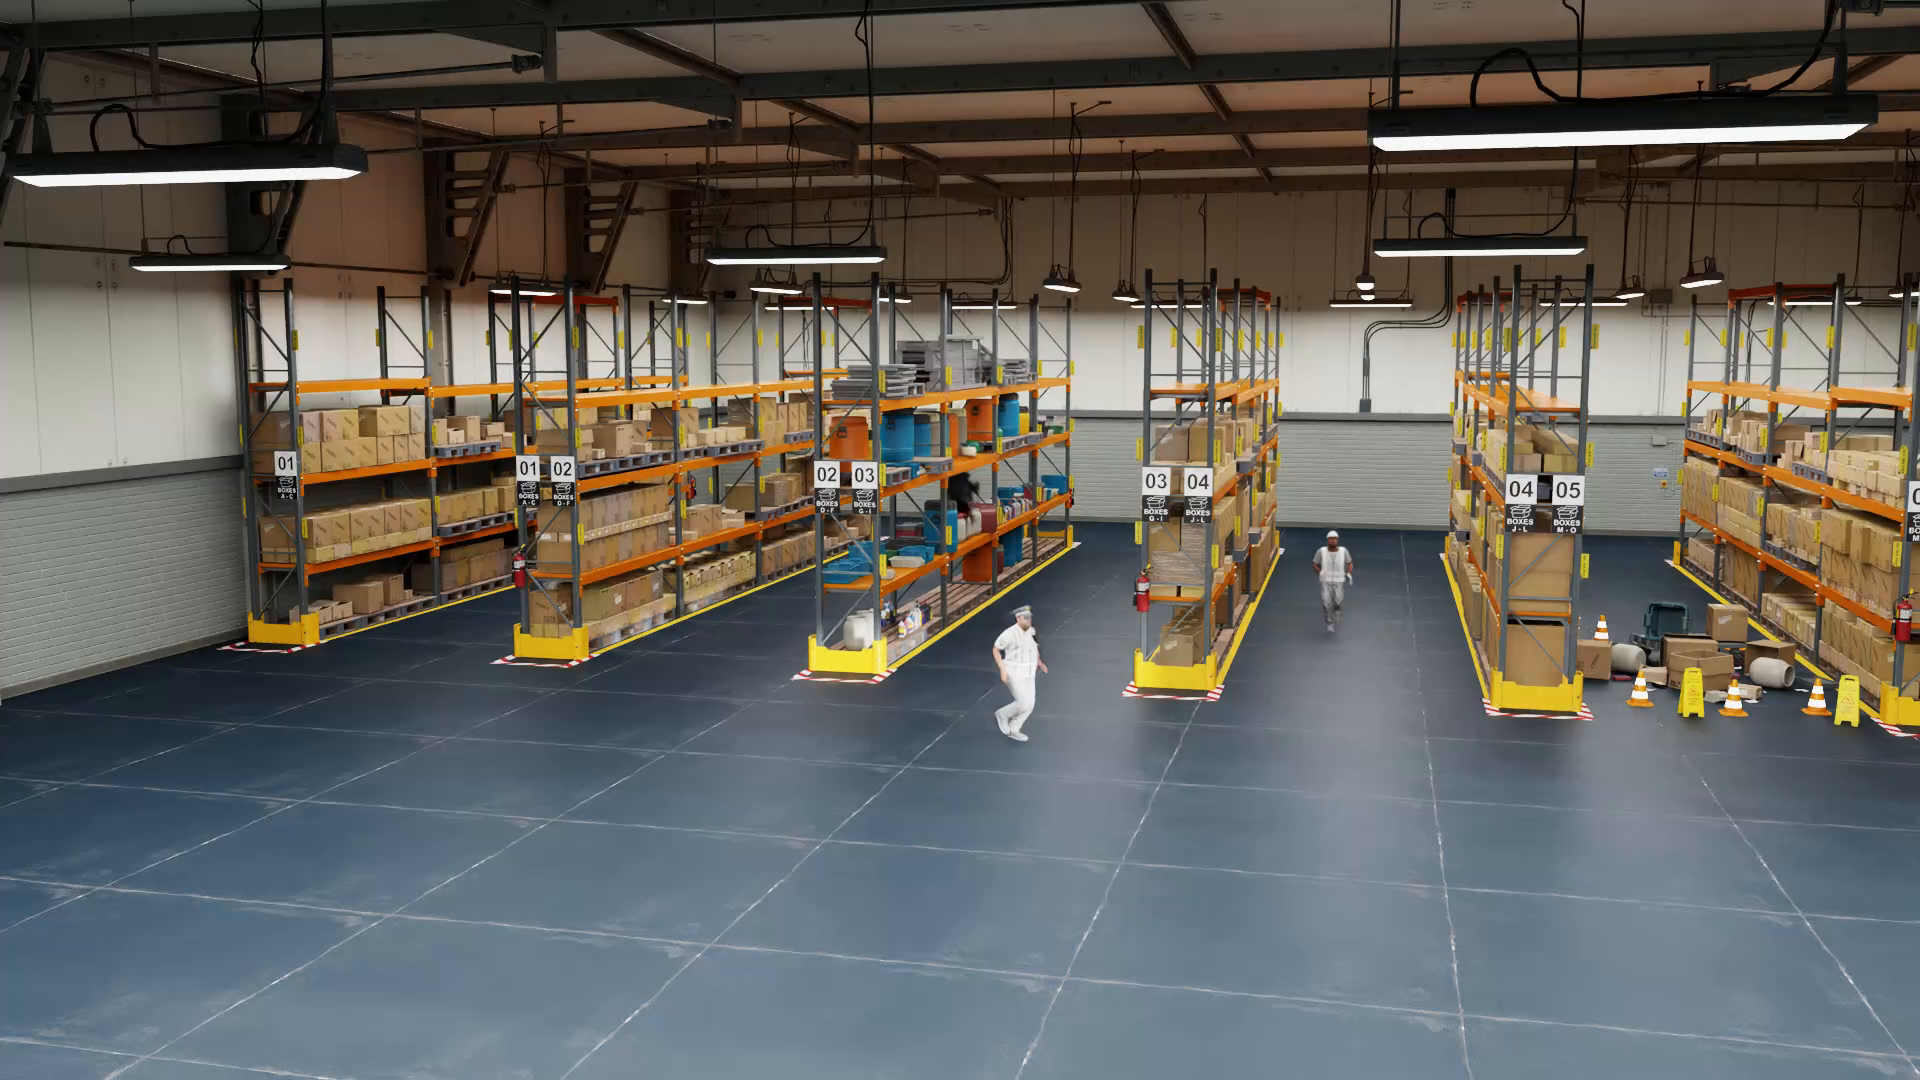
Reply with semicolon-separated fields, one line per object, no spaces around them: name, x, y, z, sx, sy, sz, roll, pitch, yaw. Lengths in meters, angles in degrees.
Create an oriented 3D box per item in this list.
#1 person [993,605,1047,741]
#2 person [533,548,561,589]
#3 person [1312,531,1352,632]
person;0.777;1.663;20.770;0.653;1.726;0.631;-7;10;-44
person;-7.281;0.669;29.494;0.597;1.698;0.695;1;7;10
person;6.417;0.714;28.668;0.685;1.736;0.597;1;7;9
